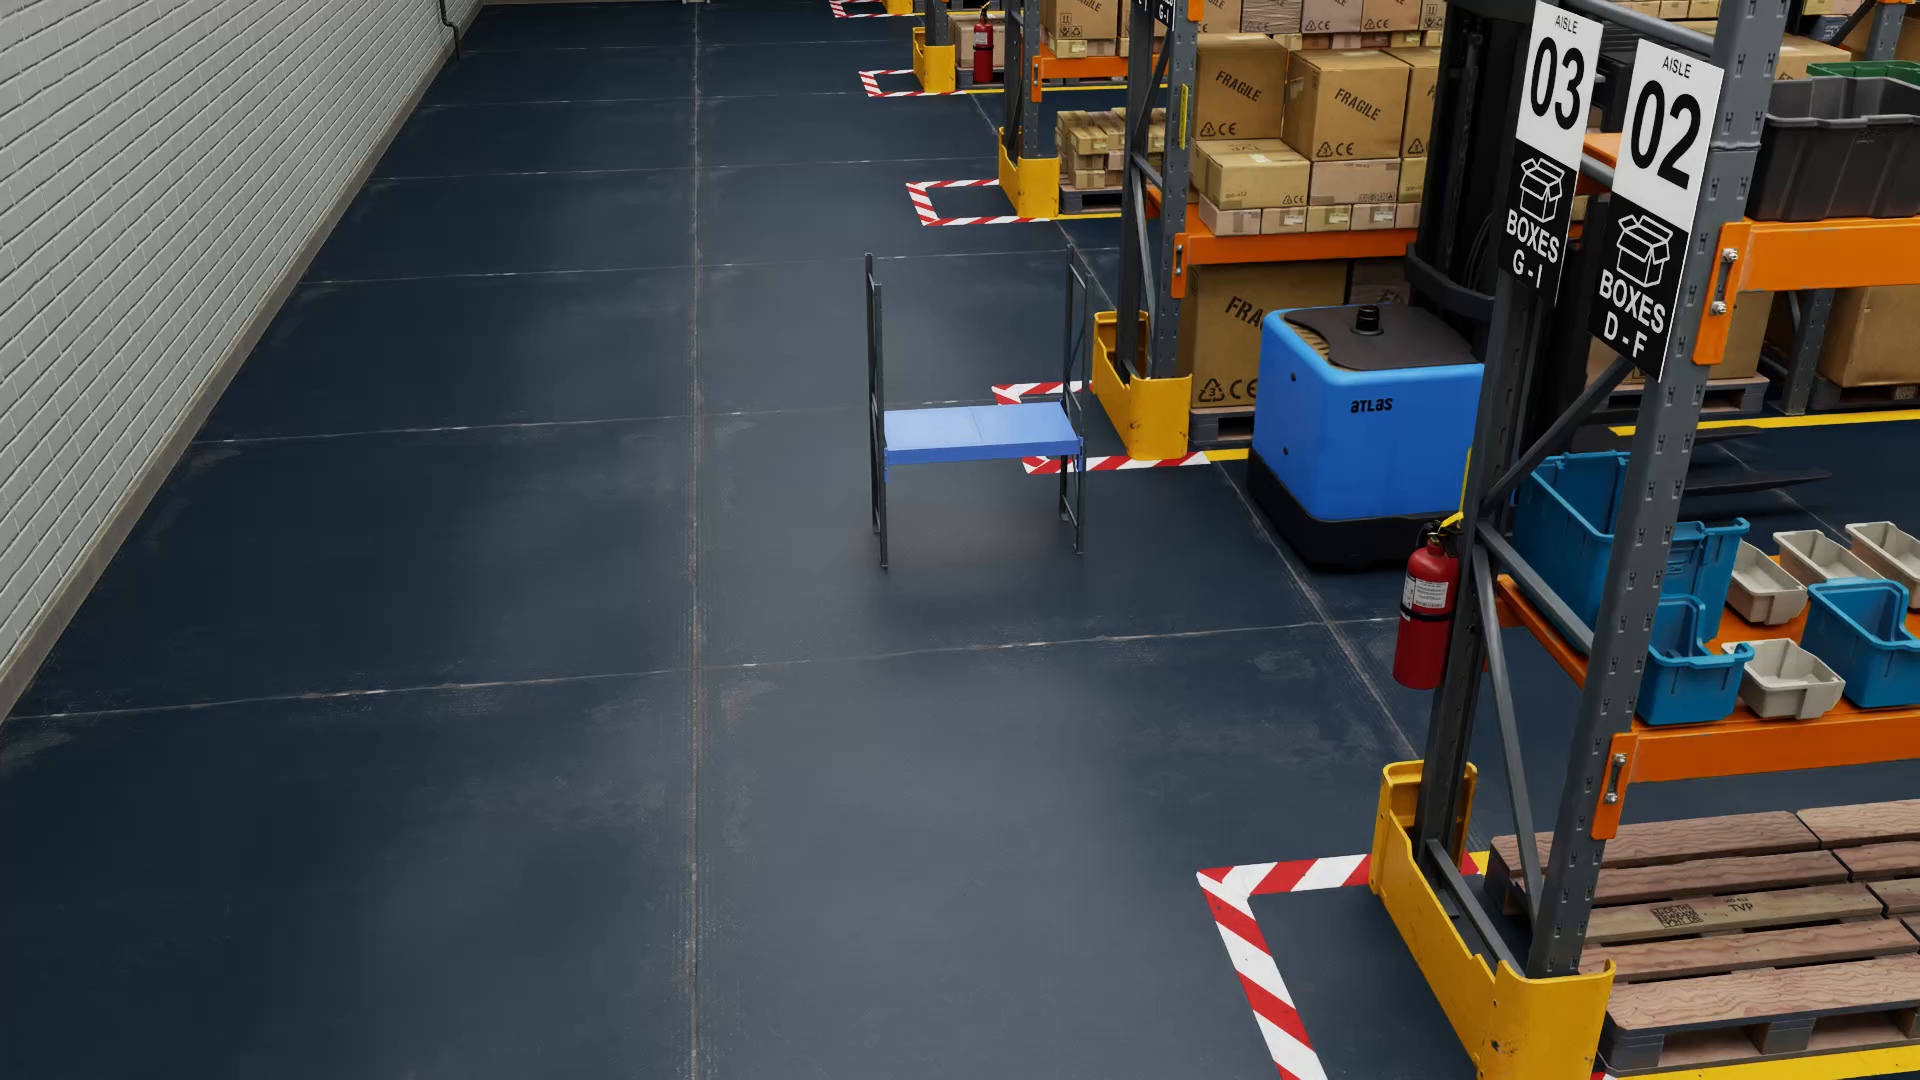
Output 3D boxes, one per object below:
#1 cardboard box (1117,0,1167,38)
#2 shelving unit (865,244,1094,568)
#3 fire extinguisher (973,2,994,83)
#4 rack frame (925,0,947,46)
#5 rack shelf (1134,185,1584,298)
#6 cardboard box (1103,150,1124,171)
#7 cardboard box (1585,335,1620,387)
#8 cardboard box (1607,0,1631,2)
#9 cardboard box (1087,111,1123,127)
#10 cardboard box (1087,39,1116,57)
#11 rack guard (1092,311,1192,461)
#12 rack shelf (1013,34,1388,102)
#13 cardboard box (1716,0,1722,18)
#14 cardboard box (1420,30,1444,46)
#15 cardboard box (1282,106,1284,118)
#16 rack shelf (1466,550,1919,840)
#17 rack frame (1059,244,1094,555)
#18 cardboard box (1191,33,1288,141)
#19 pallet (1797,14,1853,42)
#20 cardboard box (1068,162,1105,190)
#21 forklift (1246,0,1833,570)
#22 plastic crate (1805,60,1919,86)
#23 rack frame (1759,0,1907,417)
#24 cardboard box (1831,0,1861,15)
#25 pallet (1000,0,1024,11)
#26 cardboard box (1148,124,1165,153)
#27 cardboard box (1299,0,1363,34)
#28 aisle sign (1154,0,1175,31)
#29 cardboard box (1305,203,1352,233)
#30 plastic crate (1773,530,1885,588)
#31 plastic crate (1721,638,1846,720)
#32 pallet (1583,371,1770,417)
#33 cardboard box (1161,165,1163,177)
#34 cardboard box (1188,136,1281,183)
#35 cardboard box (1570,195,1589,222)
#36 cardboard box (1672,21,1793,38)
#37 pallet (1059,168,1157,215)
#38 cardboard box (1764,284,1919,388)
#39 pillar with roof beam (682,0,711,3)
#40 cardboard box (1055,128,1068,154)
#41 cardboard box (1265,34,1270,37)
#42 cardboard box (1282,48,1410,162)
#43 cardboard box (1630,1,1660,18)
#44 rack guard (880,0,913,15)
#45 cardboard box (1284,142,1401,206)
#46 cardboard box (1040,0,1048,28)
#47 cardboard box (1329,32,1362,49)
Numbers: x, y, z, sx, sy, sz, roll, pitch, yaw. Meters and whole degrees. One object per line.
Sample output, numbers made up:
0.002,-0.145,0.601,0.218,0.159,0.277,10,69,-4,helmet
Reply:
1.526,-4.440,13.682,0.500,0.500,0.500,-4,27,-7,cardboard box
0.084,-0.673,8.418,1.048,1.500,0.538,-4,27,-7,shelving unit
0.202,-4.306,14.350,0.183,0.674,0.296,-4,27,-7,fire extinguisher
-0.274,-6.545,18.220,0.127,3.000,1.000,-4,27,-7,rack frame
3.088,-1.872,9.901,4.000,0.370,1.077,-4,27,-7,rack shelf
1.350,-3.274,14.182,0.250,0.149,0.380,-4,27,-7,cardboard box
3.512,-1.498,10.251,0.875,0.875,0.875,-4,27,-7,cardboard box
5.443,-4.627,13.971,0.250,0.149,0.380,-3,27,-6,cardboard box
1.262,-3.635,14.560,0.250,0.149,0.380,-3,27,-6,cardboard box
1.129,-4.109,13.748,0.250,0.149,0.380,-3,27,-5,cardboard box
1.083,-0.952,10.057,0.348,0.500,1.175,-4,27,-7,rack guard
2.497,-4.121,14.284,4.000,0.370,1.077,-4,27,-7,rack shelf
6.474,-4.561,14.168,0.250,0.149,0.380,-5,28,-9,cardboard box
3.987,-4.267,14.055,0.250,0.149,0.380,-4,27,-8,cardboard box
2.806,-3.733,14.751,0.250,0.149,0.380,-5,28,-9,cardboard box
3.778,0.367,5.538,4.000,0.370,1.077,-4,27,-7,rack shelf
0.588,-0.705,8.481,0.032,1.500,0.500,-4,27,-7,rack frame
1.553,-2.614,9.576,0.500,0.500,0.500,-3,27,-6,cardboard box
7.747,-4.644,14.725,1.003,0.211,1.213,-4,27,-7,pallet
1.080,-3.121,14.210,0.250,0.149,0.380,-3,27,-6,cardboard box
3.147,-1.472,8.408,3.031,2.935,1.130,-5,28,-10,forklift
2.734,-1.258,4.863,0.336,0.188,0.450,-4,27,-7,plastic crate
5.068,-2.320,9.985,0.127,3.000,1.000,-4,27,-7,rack frame
7.513,-4.627,14.297,0.250,0.149,0.380,-3,27,-6,cardboard box
1.101,-7.680,23.487,1.213,0.211,1.003,-4,27,-7,pallet
1.606,-3.407,14.115,0.250,0.149,0.380,-4,27,-7,cardboard box
3.030,-4.523,13.844,0.500,0.500,0.500,-4,27,-7,cardboard box
1.078,-3.082,8.623,0.004,0.787,0.394,-4,27,-7,aisle sign
2.012,-1.860,9.365,0.250,0.149,0.380,-4,27,-8,cardboard box
2.868,0.119,5.456,0.243,0.136,0.396,-4,27,-7,plastic crate
2.417,0.415,4.879,0.298,0.136,0.250,-4,27,-7,plastic crate
4.304,-1.066,10.596,1.213,0.211,1.003,-4,27,-7,pallet
1.841,-3.160,14.286,0.250,0.149,0.380,-3,27,-6,cardboard box
1.550,-2.282,9.749,0.500,0.250,0.500,-4,27,-8,cardboard box
3.539,-1.958,9.556,0.250,0.149,0.380,-4,27,-8,cardboard box
4.558,-2.804,9.946,0.500,0.500,0.500,-4,27,-7,cardboard box
1.401,-3.114,14.587,1.213,0.211,1.003,-4,27,-7,pallet
5.699,-1.611,10.471,0.875,0.875,1.225,-4,27,-7,cardboard box
-3.165,-9.748,17.891,0.400,9.000,9.100,-4,27,-7,pillar with roof beam
0.999,-3.527,14.676,0.250,0.149,0.380,-4,27,-8,cardboard box
2.420,-4.197,13.919,0.250,0.149,0.380,-3,27,-5,cardboard box
2.115,-2.405,9.168,0.500,0.500,0.500,-4,27,-8,cardboard box
5.702,-4.510,14.070,0.250,0.149,0.380,-3,27,-7,cardboard box
-0.894,-7.682,23.173,0.348,0.500,1.175,-4,27,-7,rack guard
2.134,-2.075,9.347,0.500,0.250,0.500,-4,27,-8,cardboard box
0.925,-4.636,14.063,0.500,0.500,0.500,-3,27,-6,cardboard box
3.191,-4.241,14.005,0.250,0.149,0.380,-5,28,-9,cardboard box
